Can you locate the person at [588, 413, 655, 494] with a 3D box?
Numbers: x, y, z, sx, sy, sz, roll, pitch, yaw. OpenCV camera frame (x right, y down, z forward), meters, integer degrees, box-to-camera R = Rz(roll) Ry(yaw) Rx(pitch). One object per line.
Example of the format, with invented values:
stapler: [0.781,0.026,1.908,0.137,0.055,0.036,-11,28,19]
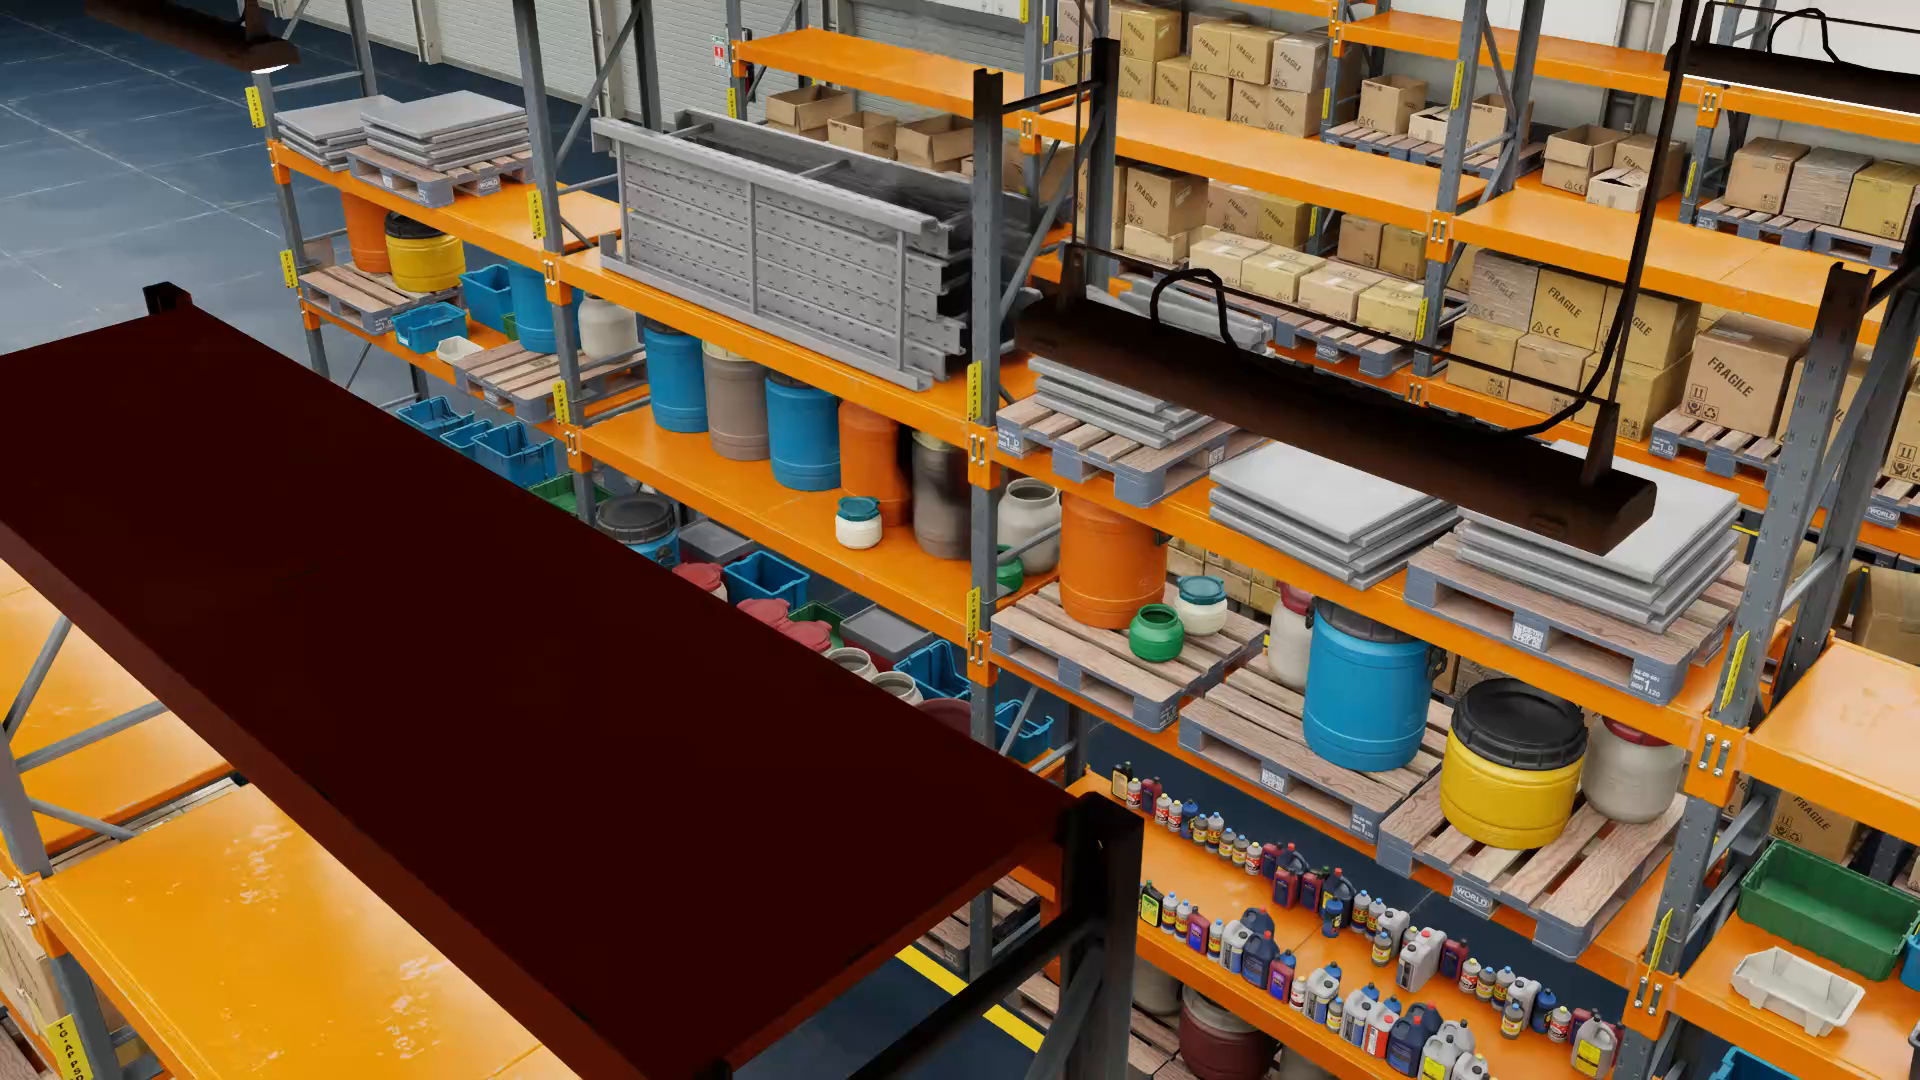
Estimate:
person: [-3.369,-0.974,16.103,0.906,1.813,0.704,14,32,23]

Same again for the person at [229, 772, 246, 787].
person: [-5.263,1.312,12.245,0.785,1.632,0.515,14,32,23]
